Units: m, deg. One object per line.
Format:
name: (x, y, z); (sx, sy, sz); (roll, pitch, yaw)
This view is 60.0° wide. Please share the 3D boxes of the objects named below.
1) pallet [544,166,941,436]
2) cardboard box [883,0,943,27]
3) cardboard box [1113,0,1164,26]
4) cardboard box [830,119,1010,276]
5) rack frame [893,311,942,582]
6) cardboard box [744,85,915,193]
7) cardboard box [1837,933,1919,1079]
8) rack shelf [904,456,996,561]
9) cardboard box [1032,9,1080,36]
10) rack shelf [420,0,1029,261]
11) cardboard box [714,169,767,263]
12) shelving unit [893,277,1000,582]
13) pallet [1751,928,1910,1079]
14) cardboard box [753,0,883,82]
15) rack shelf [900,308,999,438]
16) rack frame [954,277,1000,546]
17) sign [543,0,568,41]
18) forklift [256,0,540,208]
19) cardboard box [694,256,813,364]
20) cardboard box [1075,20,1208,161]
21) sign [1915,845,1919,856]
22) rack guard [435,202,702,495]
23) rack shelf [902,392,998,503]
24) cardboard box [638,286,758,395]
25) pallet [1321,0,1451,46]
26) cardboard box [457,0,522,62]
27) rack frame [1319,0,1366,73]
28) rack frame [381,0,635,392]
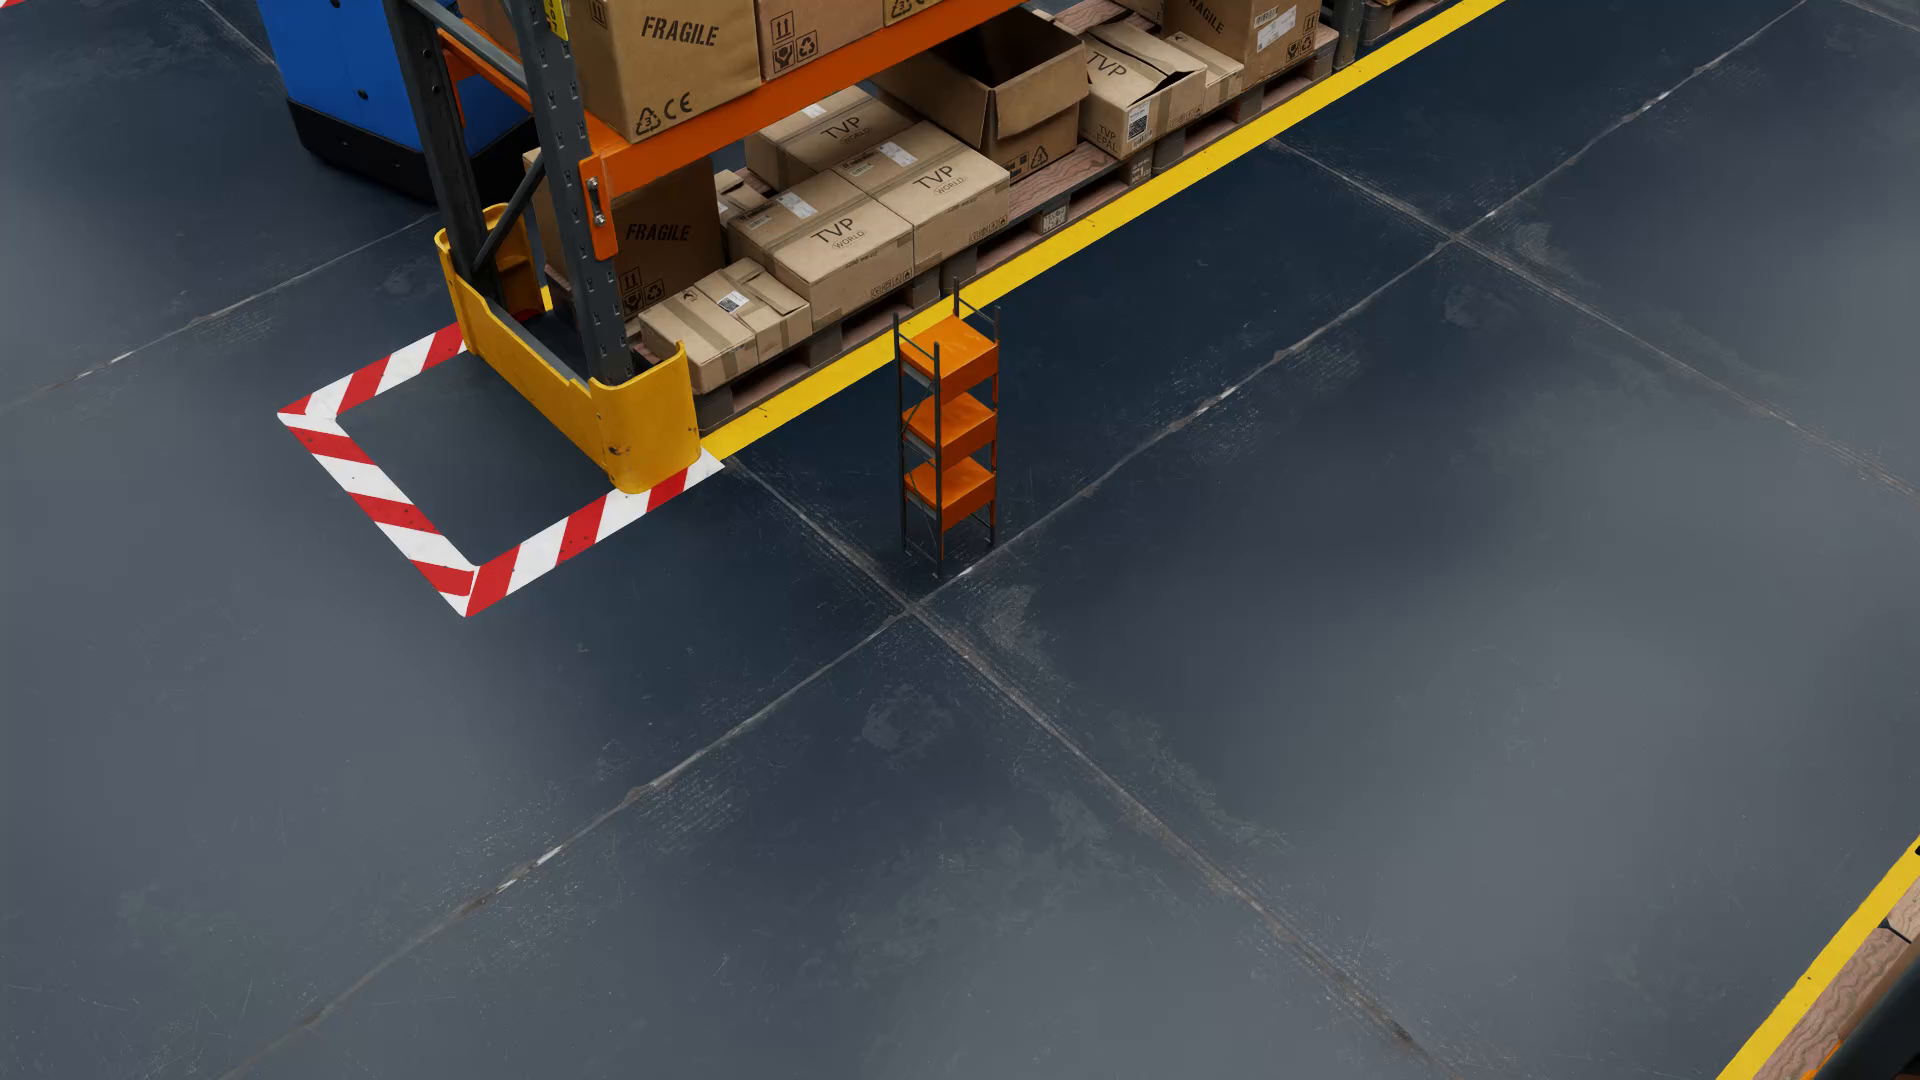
pallet: (-0.843, -1.010, 6.539); (1.213, 0.211, 1.003); (-34, 56, -27)
cardboard box: (-0.231, -2.138, 5.614); (0.500, 0.500, 0.500); (-34, 56, -27)
cardboard box: (1.015, -2.649, 7.683); (0.500, 0.311, 0.500); (-34, 56, -27)
cardboard box: (-0.155, -1.350, 6.526); (0.500, 0.250, 0.500); (-34, 56, -27)
rack frame: (-0.130, -0.269, 5.284); (0.008, 1.050, 0.200); (-34, 56, -27)
cardboard box: (-0.528, -1.597, 6.754); (0.500, 0.250, 0.500); (-34, 56, -27)
cardboard box: (2.218, 0.809, 2.759); (0.700, 0.700, 0.980); (-31, 55, -26)
rack shelf: (-0.040, -0.134, 5.552); (0.240, 0.259, 0.215); (-34, 56, -27)
cardboard box: (0.382, -2.167, 7.337); (0.250, 0.166, 0.380); (-34, 56, -27)
rack shelf: (-0.008, -2.269, 6.292); (4.000, 0.370, 1.077); (-34, 56, -27)
cardboard box: (-0.891, -1.266, 6.506); (0.250, 0.166, 0.380); (-34, 56, -27)
shelving unit: (-0.040, -0.330, 5.340); (0.252, 1.050, 0.215); (-34, 56, -27)
pallet: (2.386, 1.676, 4.060); (1.213, 0.211, 1.003); (-34, 56, -27)
cardboard box: (-0.604, -1.892, 5.386); (0.500, 0.500, 0.500); (-34, 56, -27)
rack shelf: (-0.040, -0.515, 5.139); (0.240, 0.259, 0.215); (-34, 56, -27)
rack frame: (0.051, -0.390, 5.395); (0.008, 1.050, 0.200); (-34, 56, -27)
sign: (-1.123, -1.522, 4.525); (0.005, 0.325, 0.100); (-34, 56, -27)
forklift: (-1.685, -3.429, 6.919); (1.130, 2.935, 3.031); (24, 52, 21)
cardboard box: (-0.762, -0.856, 6.127); (0.250, 0.166, 0.380); (-34, 56, -27)
cardboard box: (0.686, -1.932, 7.022); (0.500, 0.311, 0.500); (-34, 56, -27)
sign: (1.492, 0.393, 2.397); (0.005, 0.325, 0.100); (-34, 56, -27)
rack guard: (-1.432, -0.714, 6.068); (0.348, 0.500, 1.175); (-34, 56, -27)
rack shelf: (-0.040, -0.322, 5.348); (0.240, 0.259, 0.215); (-34, 56, -27)
cardboard box: (-0.947, -0.726, 6.020); (0.250, 0.149, 0.380); (-34, 56, -27)
pallet: (2.048, -2.979, 8.355); (1.213, 0.211, 1.003); (-34, 56, -27)
cardboard box: (-1.340, -1.927, 5.419); (0.500, 0.500, 0.500); (-32, 55, -26)
rack frame: (1.471, -3.501, 6.940); (0.127, 3.000, 1.000); (-34, 56, -27)
rack frame: (-1.488, -1.524, 5.115); (0.127, 3.000, 1.000); (-34, 56, -27)
